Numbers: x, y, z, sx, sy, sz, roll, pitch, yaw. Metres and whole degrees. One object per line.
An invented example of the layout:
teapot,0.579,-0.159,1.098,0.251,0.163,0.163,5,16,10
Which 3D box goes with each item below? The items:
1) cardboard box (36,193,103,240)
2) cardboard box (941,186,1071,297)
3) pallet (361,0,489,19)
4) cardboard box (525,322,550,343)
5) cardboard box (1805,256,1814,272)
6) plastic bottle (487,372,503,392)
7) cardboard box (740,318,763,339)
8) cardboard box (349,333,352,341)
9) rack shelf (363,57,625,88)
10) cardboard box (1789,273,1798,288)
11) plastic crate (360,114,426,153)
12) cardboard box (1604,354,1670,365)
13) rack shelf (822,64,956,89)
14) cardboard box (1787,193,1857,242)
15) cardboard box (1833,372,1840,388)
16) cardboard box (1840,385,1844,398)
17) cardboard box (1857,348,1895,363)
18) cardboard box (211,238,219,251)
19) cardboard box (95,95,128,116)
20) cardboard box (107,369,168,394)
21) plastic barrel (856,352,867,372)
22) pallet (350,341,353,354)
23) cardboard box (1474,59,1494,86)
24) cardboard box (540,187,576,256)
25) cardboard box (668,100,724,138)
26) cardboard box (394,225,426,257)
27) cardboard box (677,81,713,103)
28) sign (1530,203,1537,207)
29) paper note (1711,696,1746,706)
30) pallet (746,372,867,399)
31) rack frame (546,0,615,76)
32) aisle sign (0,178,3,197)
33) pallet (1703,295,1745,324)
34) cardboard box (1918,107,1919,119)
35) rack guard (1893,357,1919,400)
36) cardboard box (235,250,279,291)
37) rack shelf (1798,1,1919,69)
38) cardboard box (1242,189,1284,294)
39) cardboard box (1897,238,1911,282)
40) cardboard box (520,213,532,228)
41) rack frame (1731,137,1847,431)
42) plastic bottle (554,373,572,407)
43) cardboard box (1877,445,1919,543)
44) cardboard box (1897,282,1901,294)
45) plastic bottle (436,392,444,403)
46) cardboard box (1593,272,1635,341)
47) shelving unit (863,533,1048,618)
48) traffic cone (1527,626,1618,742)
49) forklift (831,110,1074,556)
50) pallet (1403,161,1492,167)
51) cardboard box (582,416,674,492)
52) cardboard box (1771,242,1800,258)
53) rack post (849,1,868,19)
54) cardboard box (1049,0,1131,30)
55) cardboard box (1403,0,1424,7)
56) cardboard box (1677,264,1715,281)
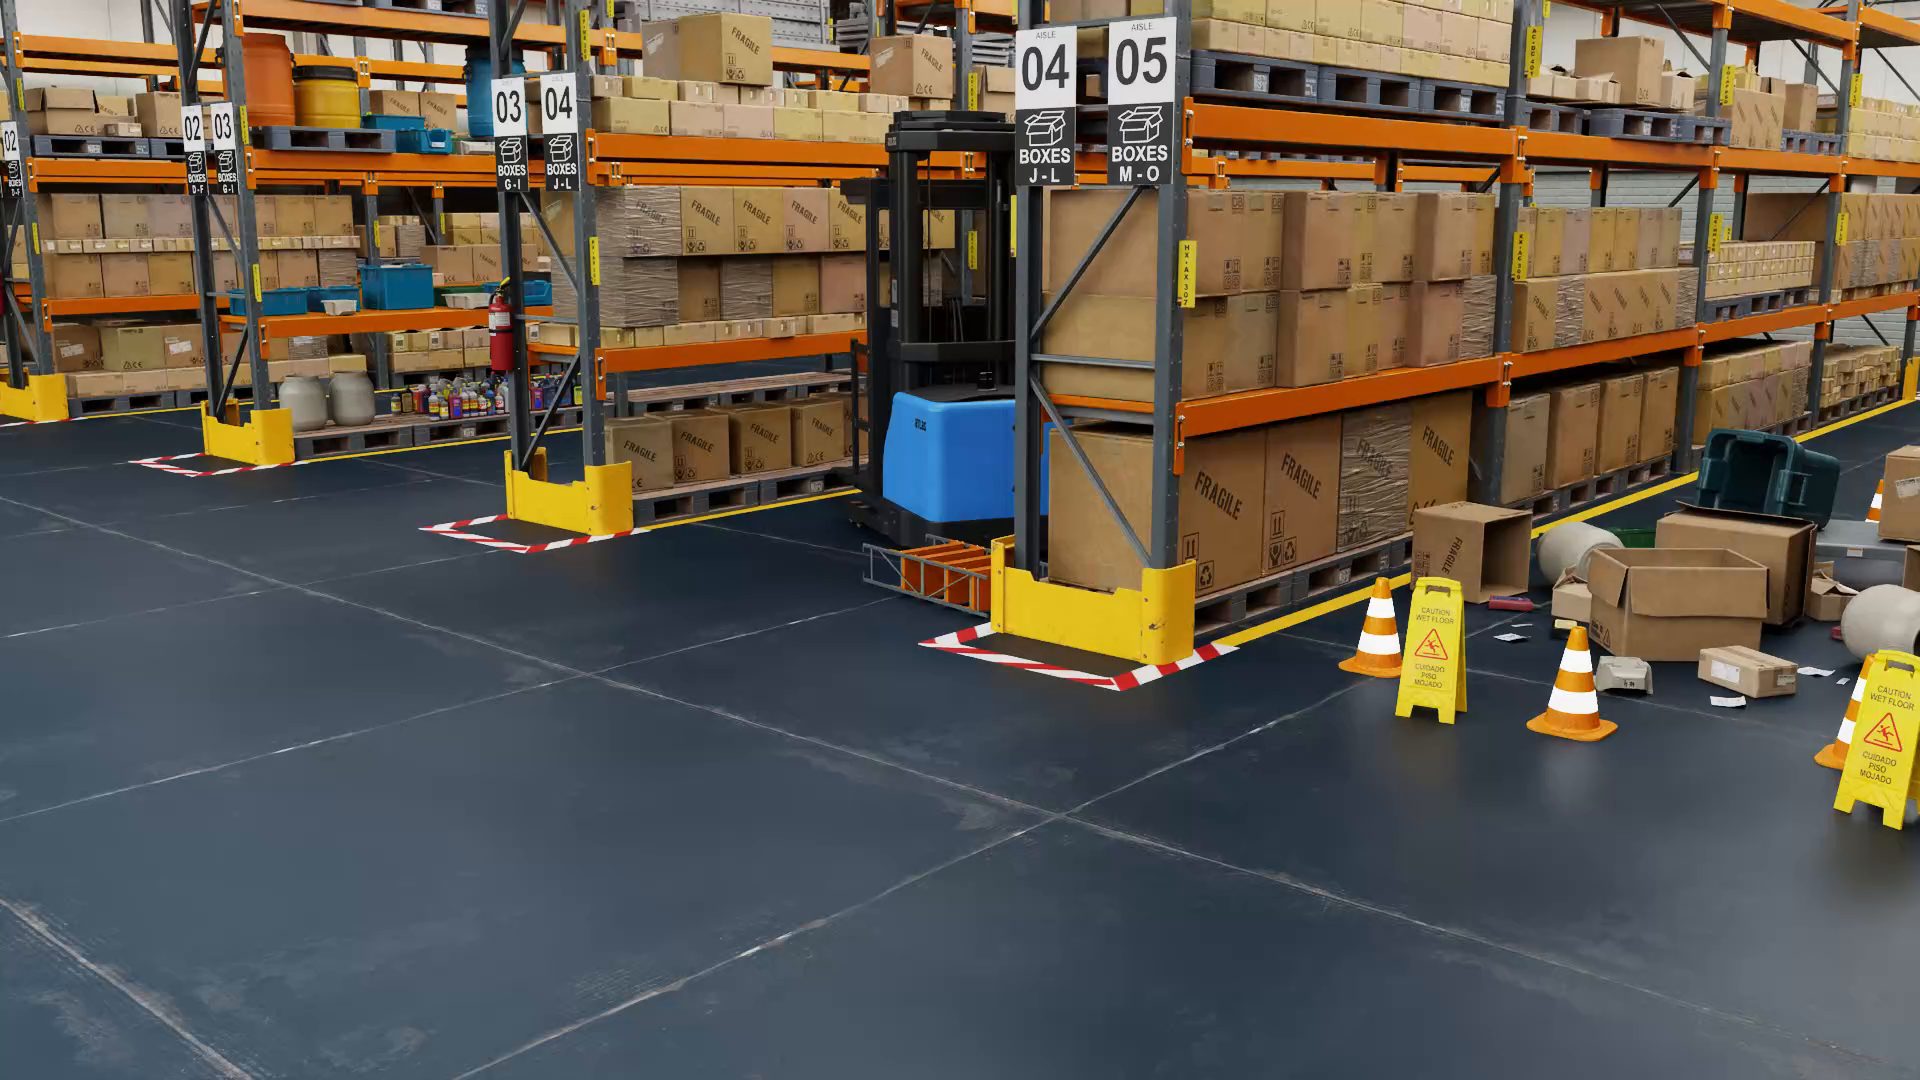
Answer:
cardboard box,-10.033,-3.626,18.638,0.700,0.500,0.500,10,15,41
cardboard box,0.323,-2.772,15.326,1.000,1.000,1.000,10,15,41
pallet,-5.356,-5.161,16.079,1.003,0.211,1.213,10,15,40
cardboard box,-5.939,-2.915,23.164,0.500,0.311,0.500,10,15,40
cardboard box,8.519,-2.838,17.072,0.380,0.149,0.250,10,15,42
plastic bottle,-4.996,-1.637,17.888,0.144,0.351,0.185,9,14,38
cardboard box,-1.760,-1.657,12.990,0.380,0.149,0.250,10,15,40
cardboard box,-9.999,-3.422,26.446,0.700,0.500,0.500,10,15,40
rack shelf,-6.425,-6.141,22.342,1.077,0.370,4.000,10,15,40
cardboard box,8.183,-2.618,16.728,0.380,0.149,0.250,10,15,40
plastic crate,-5.635,-4.007,16.498,0.392,0.384,0.575,10,15,40
cardboard box,6.247,-1.587,15.396,0.500,0.250,0.500,9,15,39
rack shelf,-0.066,-6.089,22.079,1.077,0.370,4.000,10,15,40
cardboard box,9.114,-3.414,17.577,0.500,0.500,0.500,10,15,42
cardboard box,9.527,-1.788,18.452,0.380,0.149,0.250,9,14,37
cardboard box,9.697,-1.684,18.690,0.380,0.149,0.250,9,14,38
cardboard box,10.830,-2.187,19.690,0.380,0.149,0.250,9,15,39
cardboard box,-8.950,-3.489,19.608,0.380,0.149,0.250,10,15,41
cardboard box,-11.952,-5.923,23.189,0.500,0.500,0.500,11,16,43
cardboard box,-9.537,-1.847,19.250,0.500,0.250,0.500,10,15,40
plastic barrel,-1.076,-2.617,21.626,0.600,0.830,0.708,10,15,40
pallet,-10.151,-3.022,26.301,1.003,0.211,1.213,10,15,40
cardboard box,3.186,-2.987,10.665,0.380,0.149,0.250,10,15,41
cardboard box,-2.770,-2.382,12.413,0.500,0.500,0.500,10,15,40
cardboard box,-2.099,-3.096,12.277,0.500,0.250,0.500,9,15,39
cardboard box,-9.131,-4.877,27.091,0.700,0.500,0.500,8,14,34
cardboard box,-2.040,-3.297,12.268,0.380,0.149,0.250,11,15,43
sign,8.013,-4.550,23.272,0.100,0.325,0.005,10,15,40
paper note,3.626,0.757,7.845,0.148,0.019,0.142,4,12,21
pallet,-1.927,-1.925,20.811,1.003,0.211,1.213,10,15,40
rack frame,-4.027,-5.755,17.550,1.000,3.000,0.127,10,15,40
aisle sign,-10.650,-4.169,18.287,0.394,0.787,0.004,10,15,40
pallet,6.383,-2.130,15.205,1.213,0.211,1.003,10,15,40
cardboard box,11.055,-5.007,19.551,0.380,0.149,0.250,10,15,41
rack guard,11.224,-2.045,20.674,1.175,0.500,0.348,10,15,40
cardboard box,-8.711,-3.285,20.246,0.700,0.500,0.500,10,15,41
rack shelf,9.954,-5.575,18.495,1.077,0.370,4.000,10,15,40
cardboard box,1.280,-1.674,9.292,0.875,0.550,0.550,10,15,40
cardboard box,10.827,-3.302,19.573,0.500,0.500,0.500,9,15,39
cardboard box,-7.654,-5.442,28.317,0.500,0.250,0.500,10,15,41
rack frame,8.633,-2.694,17.539,1.000,3.000,0.127,10,15,40
plastic bottle,-4.236,-1.598,17.693,0.144,0.351,0.185,9,15,39
cardboard box,5.781,-0.263,9.817,0.500,0.500,0.500,10,15,40
cardboard box,10.924,-3.004,19.733,0.380,0.149,0.250,10,15,40
plastic bottle,-5.400,-1.436,17.261,0.097,0.201,0.097,0,11,0
cardboard box,4.902,-1.830,12.962,0.500,0.500,0.500,10,15,41
shelving unit,-0.028,0.199,9.964,0.503,0.258,1.200,-9,14,-38
traffic cone,2.754,0.618,7.438,0.336,0.463,0.334,10,15,40
forklift,-0.214,-1.552,11.999,1.130,2.935,3.031,-4,12,-20
pallet,6.328,-5.075,22.029,1.003,0.211,1.213,10,15,40
cardboard box,-2.522,-0.654,12.637,0.500,0.500,0.500,-9,14,-37
cardboard box,8.166,-2.906,16.654,0.380,0.149,0.250,9,15,39
rack post,-0.946,-6.724,21.083,0.624,0.289,0.986,10,15,40
cardboard box,0.825,-2.834,8.882,0.500,0.250,0.500,10,15,41
cardboard box,2.517,-3.230,9.843,0.380,0.149,0.250,10,15,40
cardboard box,6.463,-2.379,14.773,0.380,0.149,0.250,11,15,43
